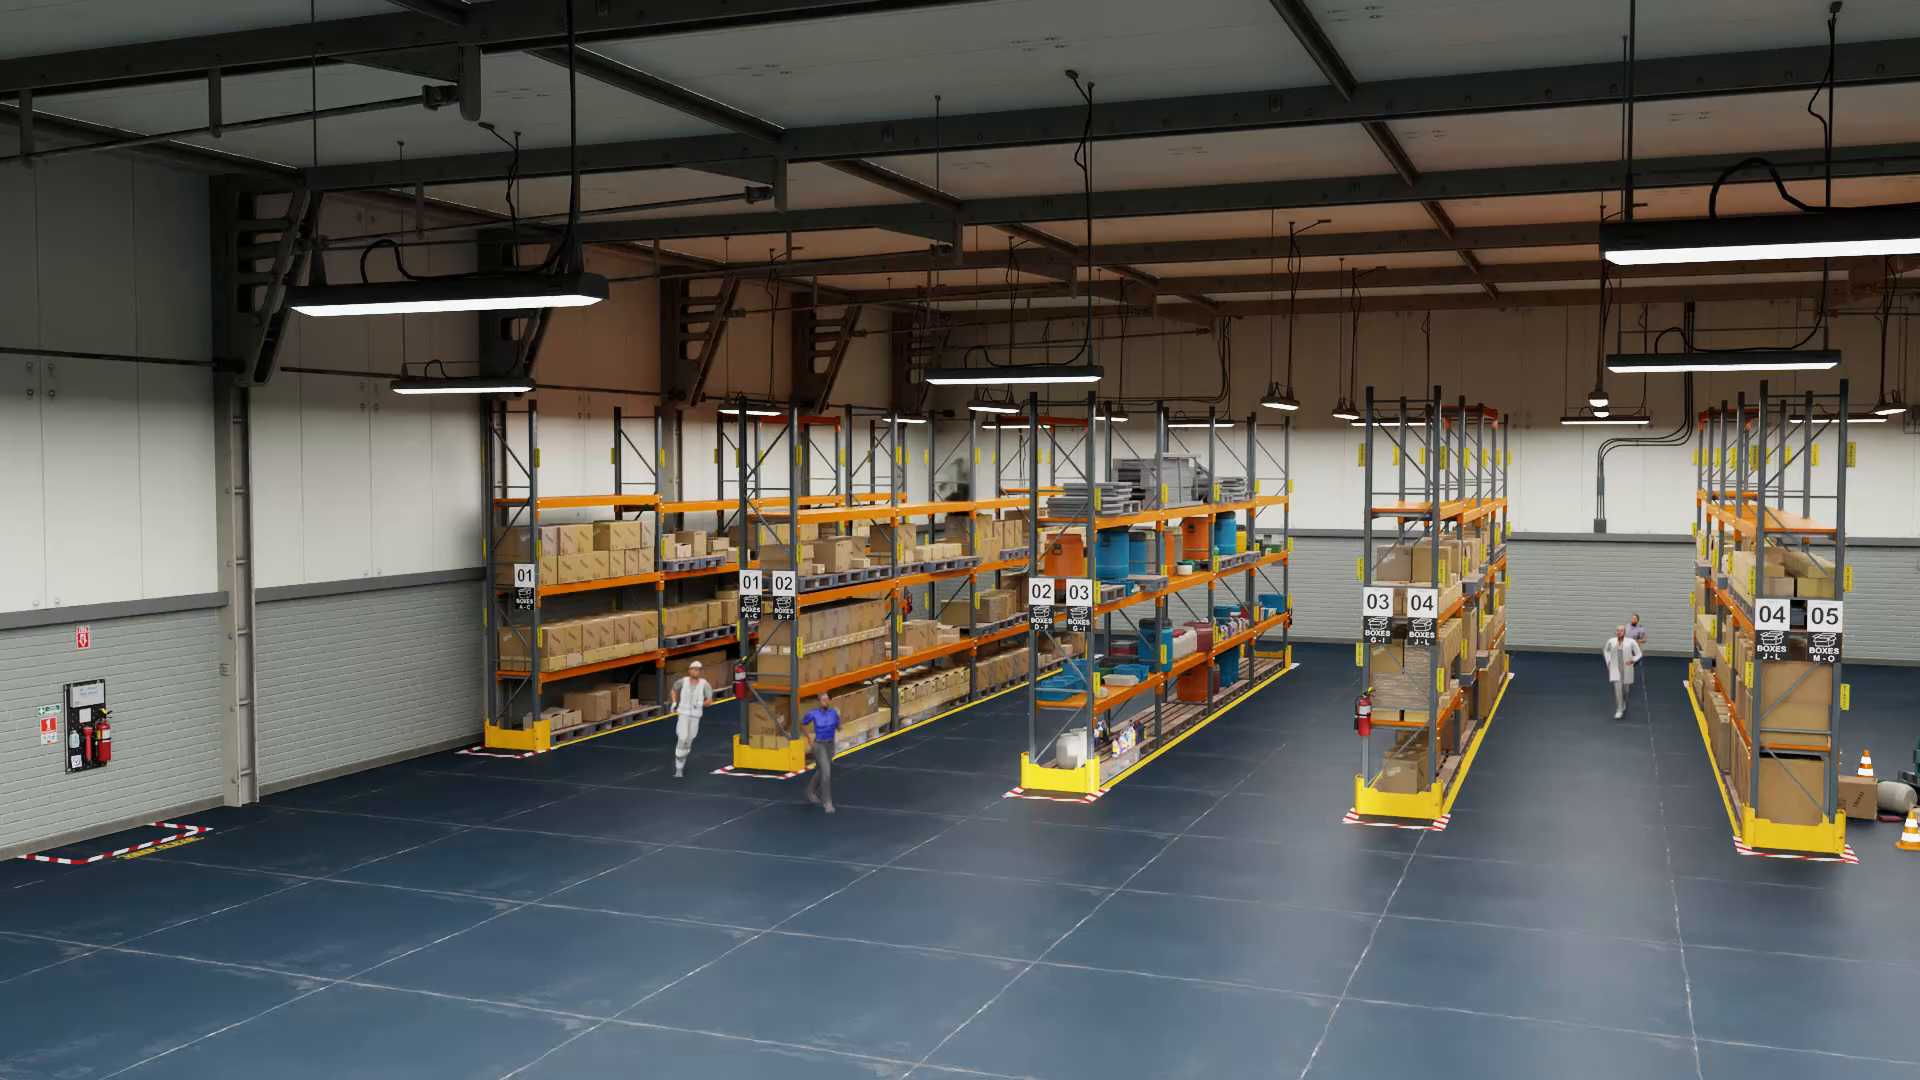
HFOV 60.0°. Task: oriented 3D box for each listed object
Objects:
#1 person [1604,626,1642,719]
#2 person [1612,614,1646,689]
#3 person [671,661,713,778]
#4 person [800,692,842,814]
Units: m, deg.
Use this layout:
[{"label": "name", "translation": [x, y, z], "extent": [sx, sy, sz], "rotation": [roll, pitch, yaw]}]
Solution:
[{"label": "person", "translation": [12.836, 2.541, 32.247], "extent": [0.704, 1.775, 0.858], "rotation": [1, 3, 26]}, {"label": "person", "translation": [14.596, 2.425, 36.158], "extent": [0.654, 1.669, 0.669], "rotation": [2, 3, 36]}, {"label": "person", "translation": [-4.256, 2.824, 26.383], "extent": [0.655, 1.821, 0.727], "rotation": [-1, 3, -17]}, {"label": "person", "translation": [-1.949, 3.012, 23.750], "extent": [0.553, 1.713, 0.792], "rotation": [-2, 4, -39]}]
